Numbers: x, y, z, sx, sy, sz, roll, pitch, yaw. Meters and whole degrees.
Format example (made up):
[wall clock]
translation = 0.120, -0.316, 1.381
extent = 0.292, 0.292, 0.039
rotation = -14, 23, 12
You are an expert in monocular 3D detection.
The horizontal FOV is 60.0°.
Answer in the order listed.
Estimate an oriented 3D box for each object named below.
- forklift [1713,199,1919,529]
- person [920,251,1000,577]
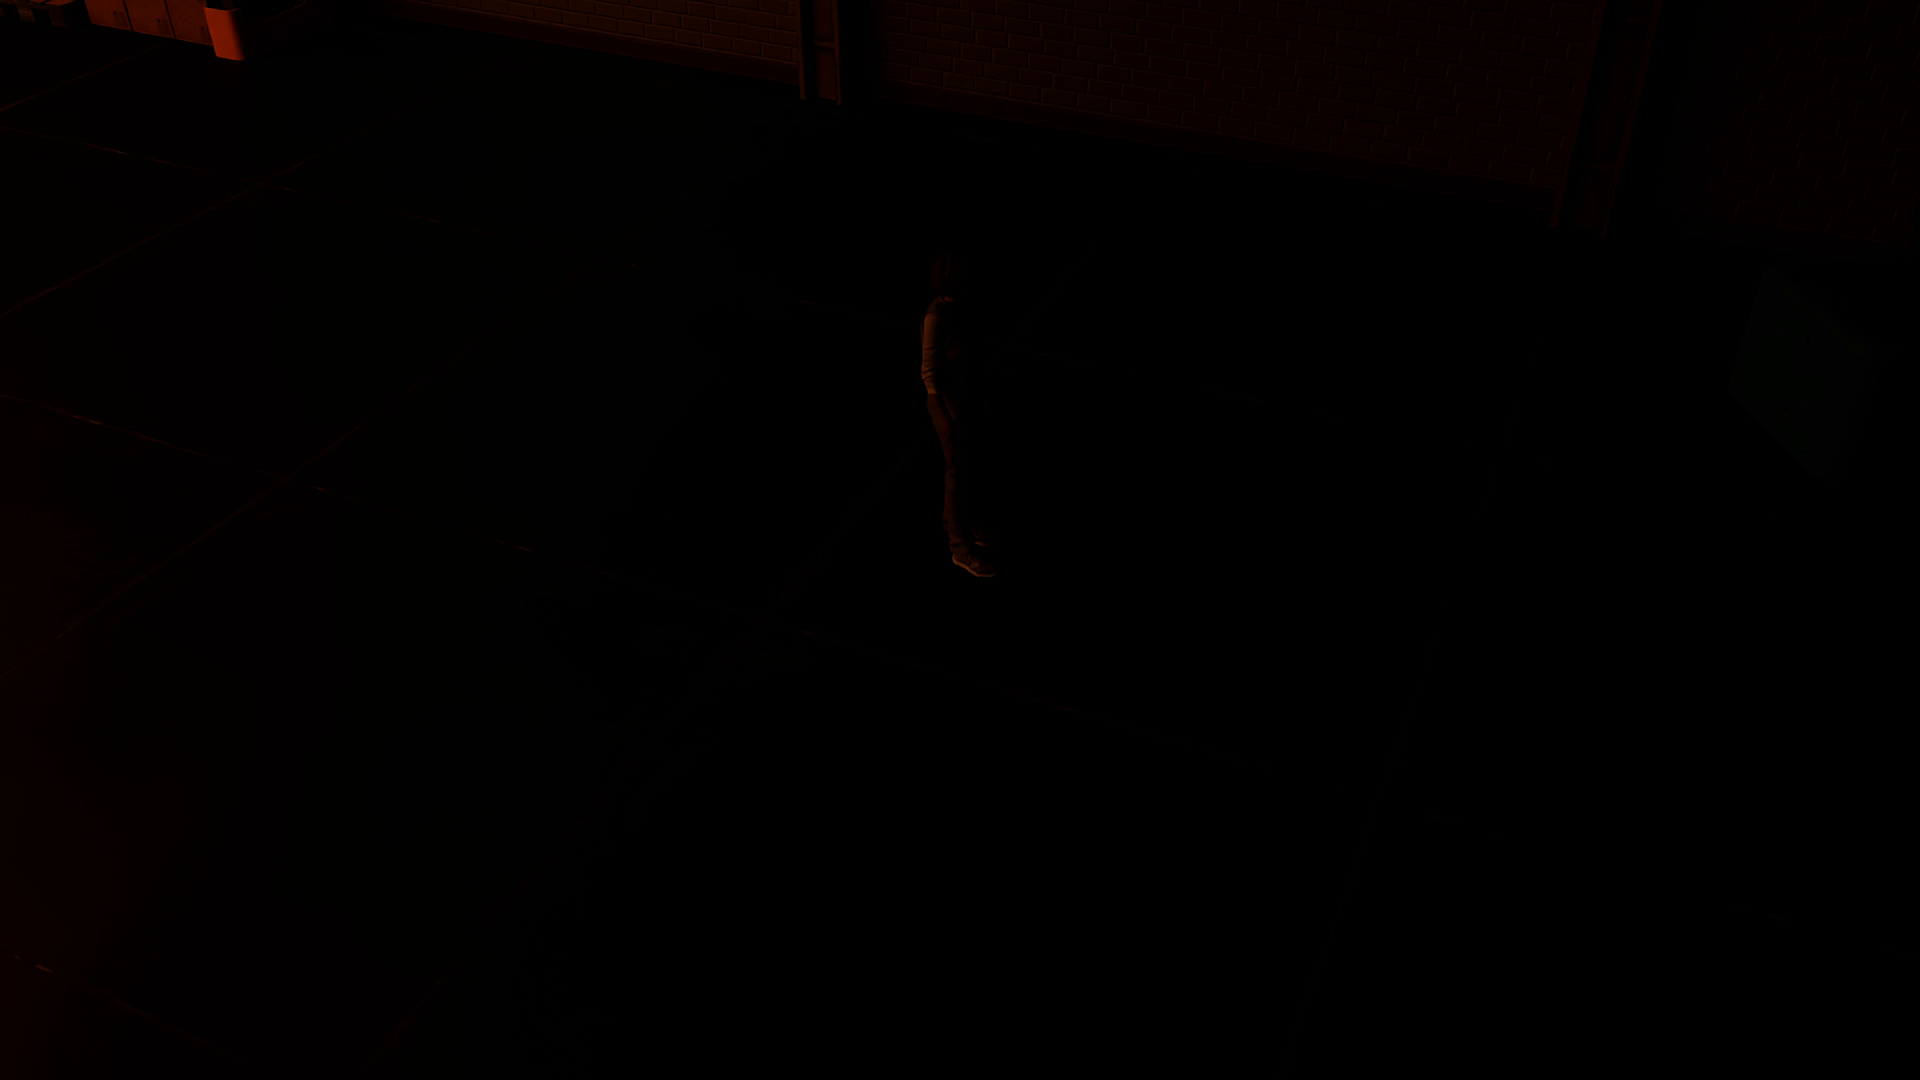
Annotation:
[forklift]
translation = 5.808, -1.637, 8.381
extent = 3.031, 2.935, 1.130
rotation = -5, 36, -7
[person]
translation = 0.061, -0.631, 8.107
extent = 0.475, 1.597, 0.520
rotation = 15, 38, 20
